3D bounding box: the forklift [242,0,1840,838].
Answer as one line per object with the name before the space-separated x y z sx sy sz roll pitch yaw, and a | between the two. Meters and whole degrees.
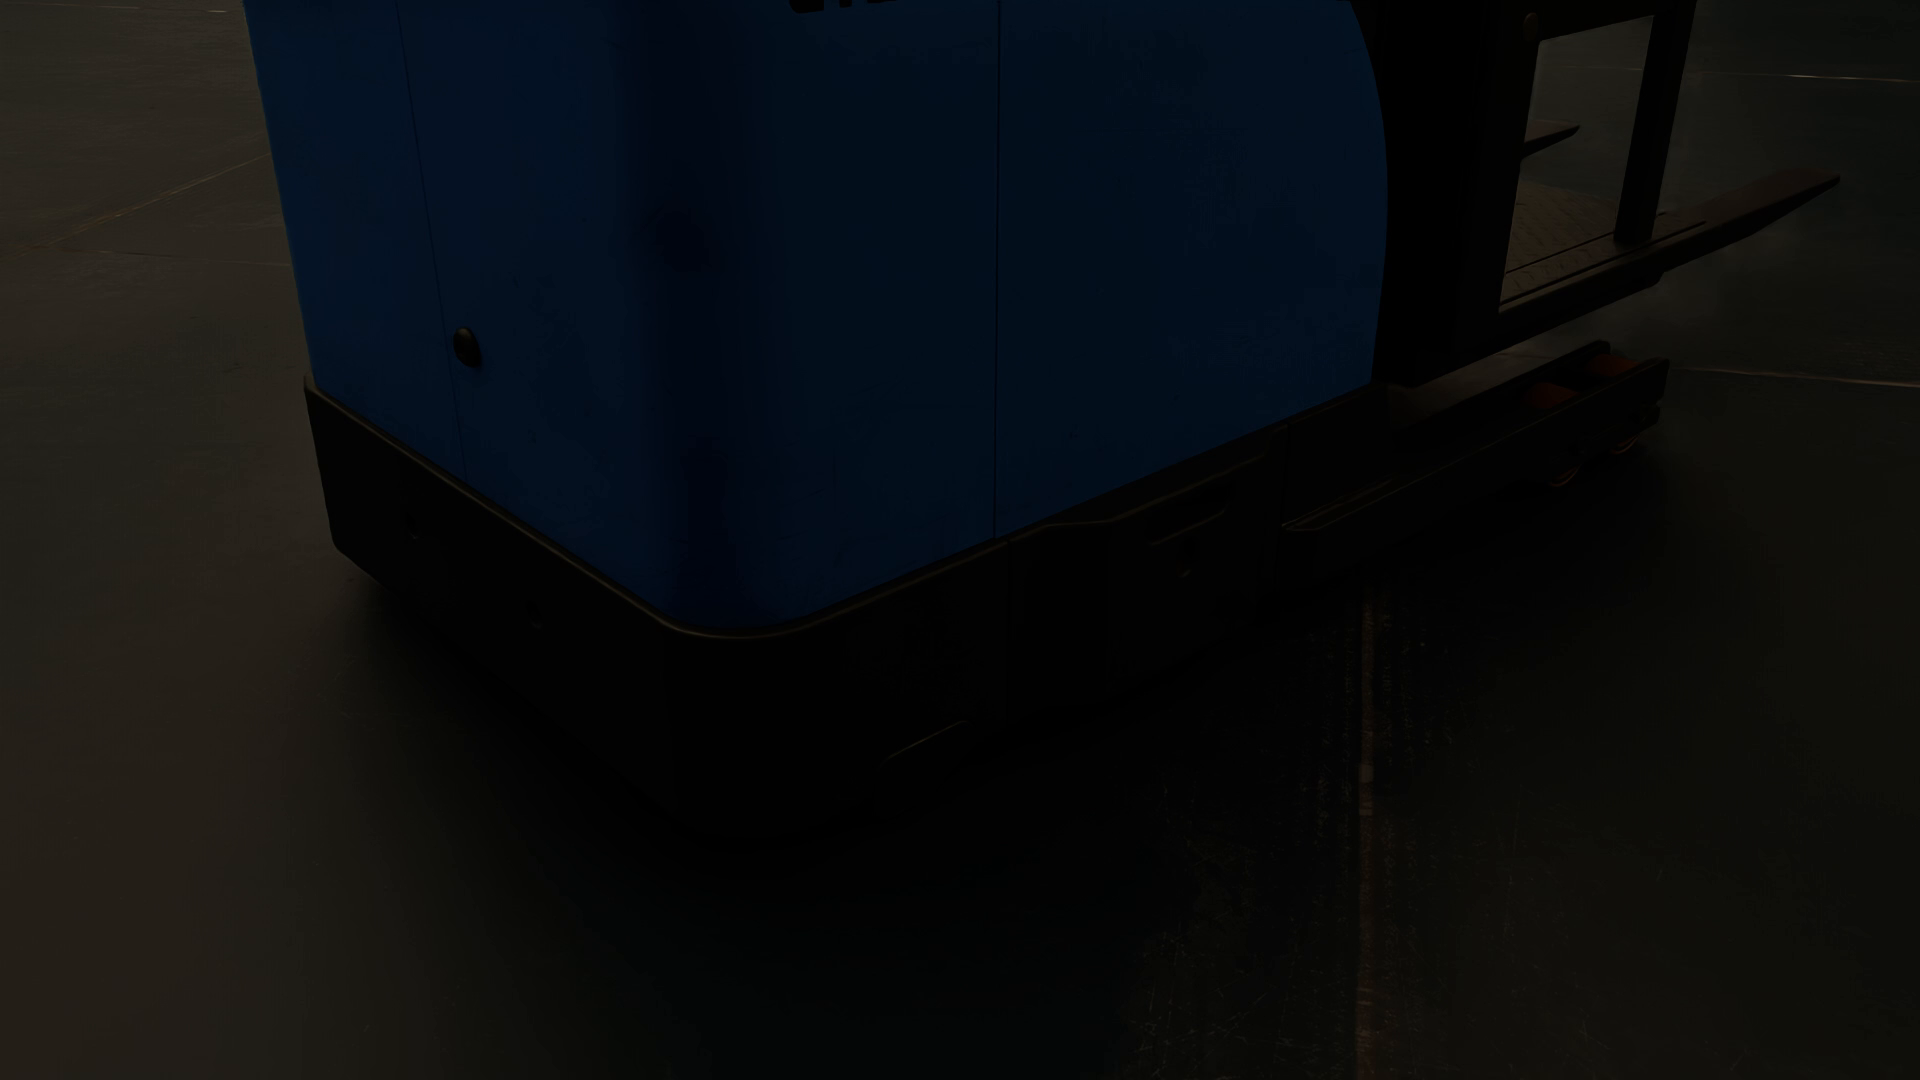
forklift | 0.541 -1.547 2.313 3.031 2.935 1.130 -22 34 -37
